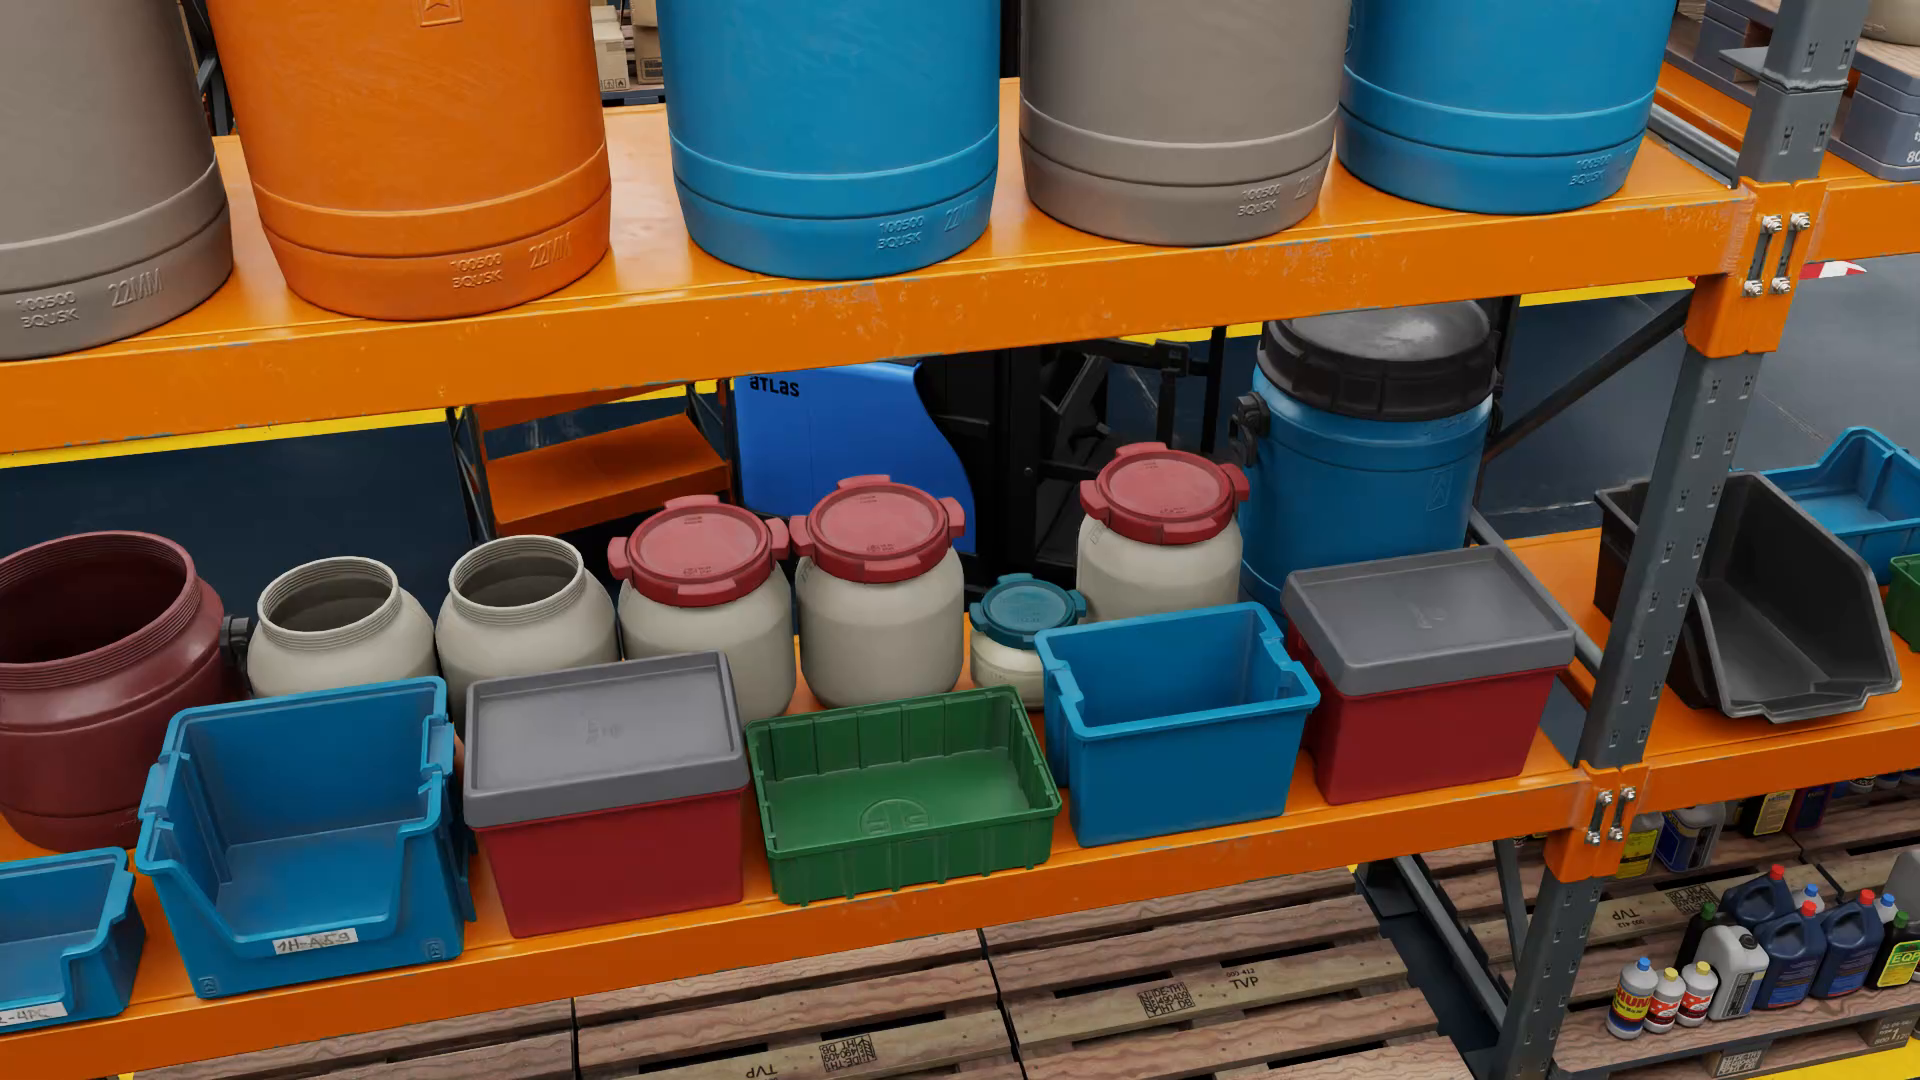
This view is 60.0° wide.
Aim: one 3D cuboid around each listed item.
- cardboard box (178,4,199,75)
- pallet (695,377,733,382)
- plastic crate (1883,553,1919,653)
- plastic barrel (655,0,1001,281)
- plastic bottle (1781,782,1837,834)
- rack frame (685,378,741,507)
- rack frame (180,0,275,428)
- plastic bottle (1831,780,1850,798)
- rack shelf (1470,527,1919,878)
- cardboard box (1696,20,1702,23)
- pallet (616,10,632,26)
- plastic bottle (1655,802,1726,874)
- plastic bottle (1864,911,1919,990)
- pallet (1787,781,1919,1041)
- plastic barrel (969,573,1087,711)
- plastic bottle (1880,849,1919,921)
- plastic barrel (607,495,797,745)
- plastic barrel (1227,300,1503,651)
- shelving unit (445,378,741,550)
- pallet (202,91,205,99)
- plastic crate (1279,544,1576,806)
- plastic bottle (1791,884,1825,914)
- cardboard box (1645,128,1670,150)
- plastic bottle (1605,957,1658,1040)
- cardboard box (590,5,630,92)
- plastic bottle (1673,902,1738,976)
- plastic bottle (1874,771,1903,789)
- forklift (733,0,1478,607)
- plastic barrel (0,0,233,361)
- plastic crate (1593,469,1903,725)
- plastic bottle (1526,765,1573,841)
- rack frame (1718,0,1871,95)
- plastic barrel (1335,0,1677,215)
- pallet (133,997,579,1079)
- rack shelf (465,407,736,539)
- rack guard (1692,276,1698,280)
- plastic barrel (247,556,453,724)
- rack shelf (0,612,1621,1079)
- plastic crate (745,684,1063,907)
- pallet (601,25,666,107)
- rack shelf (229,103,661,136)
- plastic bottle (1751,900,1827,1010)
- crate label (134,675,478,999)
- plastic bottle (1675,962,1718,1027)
[{"bbox_3d":[-5.585,-3.626,11.827,0.500,0.500,0.500,-6,34,-9],"label":"cardboard box"},{"bbox_3d":[-1.547,-1.151,8.776,1.213,0.211,1.003,-7,35,-11],"label":"pallet"},{"bbox_3d":[2.883,0.209,4.437,0.662,0.188,0.450,-7,35,-11],"label":"plastic crate"},{"bbox_3d":[-0.227,-0.978,2.874,0.708,0.901,0.600,-7,35,-11],"label":"plastic barrel"},{"bbox_3d":[2.747,0.820,5.378,0.133,0.283,0.061,-7,35,-11],"label":"plastic bottle"},{"bbox_3d":[-1.064,-0.550,7.059,0.032,1.125,0.500,-17,37,-23],"label":"rack frame"},{"bbox_3d":[-3.498,-2.066,7.637,0.127,3.000,1.000,-7,35,-11],"label":"rack frame"},{"bbox_3d":[2.931,0.726,5.530,0.097,0.271,0.097,0,34,0],"label":"plastic bottle"},{"bbox_3d":[3.447,0.187,4.925,4.000,0.370,1.077,-7,35,-11],"label":"rack shelf"},{"bbox_3d":[3.829,-2.767,8.907,0.250,0.149,0.380,-7,35,-11],"label":"cardboard box"},{"bbox_3d":[-2.520,-3.820,12.753,1.213,0.211,1.003,-7,35,-11],"label":"pallet"},{"bbox_3d":[2.306,0.901,5.266,0.135,0.276,0.152,-7,35,-11],"label":"plastic bottle"},{"bbox_3d":[2.730,1.185,4.835,0.133,0.283,0.061,-6,34,-8],"label":"plastic bottle"},{"bbox_3d":[3.353,1.080,5.451,1.213,0.211,1.003,-7,35,-11],"label":"pallet"},{"bbox_3d":[0.172,0.271,4.278,0.301,0.262,0.301,0,34,0],"label":"plastic barrel"},{"bbox_3d":[2.917,1.056,5.034,0.135,0.276,0.152,-7,35,-11],"label":"plastic bottle"},{"bbox_3d":[-0.623,0.220,4.109,0.433,0.535,0.433,0,34,0],"label":"plastic barrel"},{"bbox_3d":[1.053,-0.191,4.393,0.708,0.901,0.600,-7,35,-11],"label":"plastic barrel"},{"bbox_3d":[-1.512,-0.415,6.859,1.048,1.125,0.538,-17,37,-23],"label":"shelving unit"},{"bbox_3d":[-5.256,-3.521,12.307,1.213,0.211,1.003,-7,35,-11],"label":"pallet"},{"bbox_3d":[1.092,0.334,4.004,0.583,0.464,0.402,-7,35,-11],"label":"plastic crate"},{"bbox_3d":[2.490,1.127,4.932,0.097,0.271,0.097,0,34,0],"label":"plastic bottle"},{"bbox_3d":[3.693,-2.118,9.581,0.500,0.500,0.500,-1,34,-2],"label":"cardboard box"},{"bbox_3d":[1.904,1.284,4.699,0.097,0.271,0.097,0,34,0],"label":"plastic bottle"},{"bbox_3d":[-1.812,-2.259,7.682,0.500,0.250,0.500,-8,35,-12],"label":"cardboard box"},{"bbox_3d":[2.189,1.166,4.863,0.133,0.283,0.061,-7,35,-11],"label":"plastic bottle"},{"bbox_3d":[3.129,0.701,5.567,0.097,0.271,0.097,0,34,0],"label":"plastic bottle"},{"bbox_3d":[0.656,-1.090,6.244,3.031,2.935,1.130,11,35,16],"label":"forklift"},{"bbox_3d":[-1.556,-0.811,2.624,0.600,0.901,0.600,0,34,0],"label":"plastic barrel"},{"bbox_3d":[2.035,0.165,4.368,0.504,0.338,0.767,-7,35,-11],"label":"plastic crate"},{"bbox_3d":[1.893,0.841,5.348,0.133,0.283,0.061,-6,34,-8],"label":"plastic bottle"},{"bbox_3d":[1.497,-2.357,2.686,0.127,3.000,1.000,-7,35,-11],"label":"rack frame"},{"bbox_3d":[1.048,-1.139,3.113,0.708,0.901,0.600,-7,35,-11],"label":"plastic barrel"},{"bbox_3d":[-1.641,1.710,4.513,1.213,0.211,1.003,-7,35,-11],"label":"pallet"},{"bbox_3d":[-1.512,-0.212,6.996,1.000,0.278,0.538,-17,37,-23],"label":"rack shelf"},{"bbox_3d":[4.231,-2.002,9.785,0.348,0.500,1.175,-7,35,-11],"label":"rack guard"},{"bbox_3d":[-1.449,0.337,3.955,0.421,0.512,0.421,0,34,0],"label":"plastic barrel"},{"bbox_3d":[-0.454,0.679,4.192,4.000,0.370,1.077,-7,35,-11],"label":"rack shelf"},{"bbox_3d":[-0.140,0.590,3.869,0.662,0.188,0.450,-7,35,-11],"label":"plastic crate"},{"bbox_3d":[-1.576,-2.252,8.086,1.213,0.211,1.003,-7,35,-11],"label":"pallet"},{"bbox_3d":[-1.547,-2.013,8.203,4.000,0.370,1.077,-7,35,-11],"label":"rack shelf"},{"bbox_3d":[2.375,1.178,4.785,0.185,0.351,0.144,-6,34,-9],"label":"plastic bottle"},{"bbox_3d":[-1.376,0.636,3.578,0.616,0.435,0.502,-7,35,-11],"label":"crate label"},{"bbox_3d":[2.102,1.288,4.756,0.097,0.201,0.097,0,34,0],"label":"plastic bottle"}]
